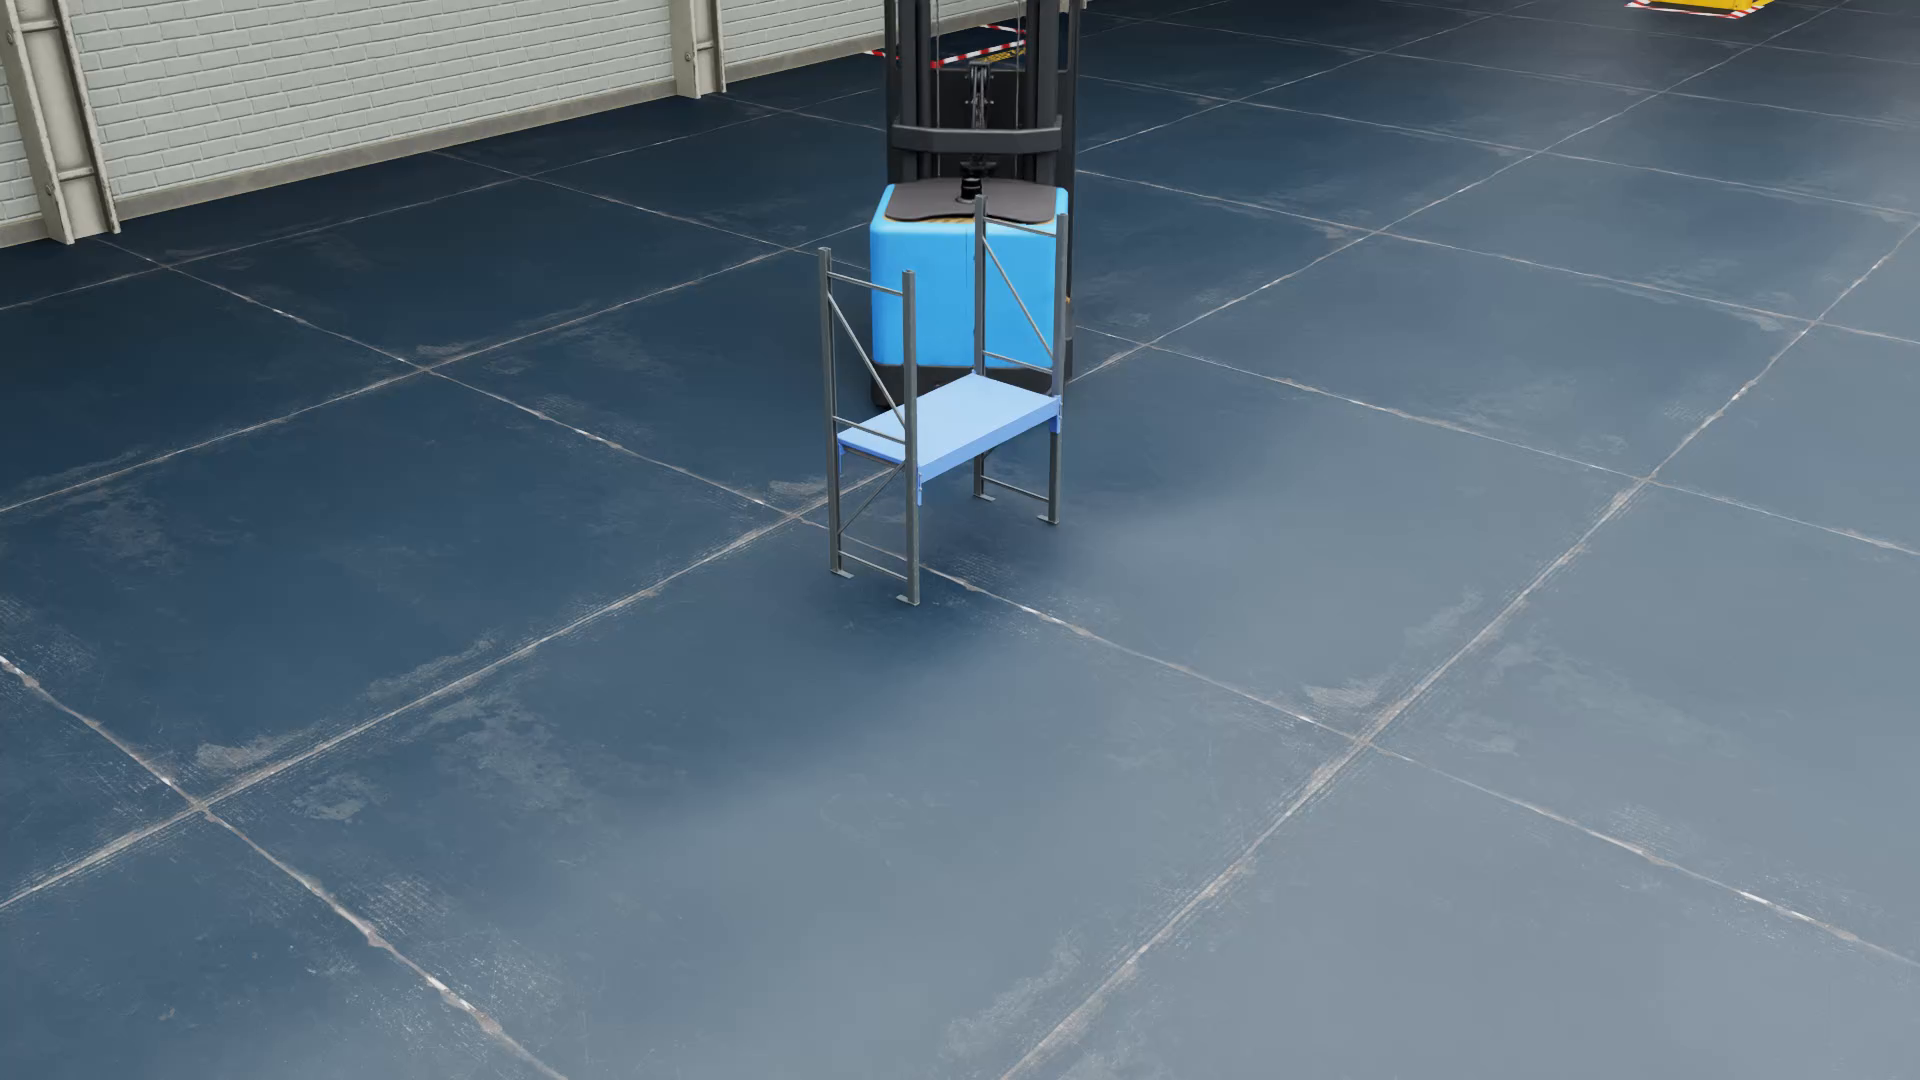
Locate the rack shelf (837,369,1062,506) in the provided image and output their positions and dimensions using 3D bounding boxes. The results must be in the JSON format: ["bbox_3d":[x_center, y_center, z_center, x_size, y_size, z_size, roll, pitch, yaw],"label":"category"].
[{"bbox_3d":[-0.054,-0.476,7.430,0.538,0.185,1.000,21,34,34],"label":"rack shelf"}]

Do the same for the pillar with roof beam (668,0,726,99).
[{"bbox_3d":[0.807,-7.078,11.639,9.100,9.000,0.400,21,34,34],"label":"pillar with roof beam"}]

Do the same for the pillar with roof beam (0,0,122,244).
[{"bbox_3d":[-3.009,-4.951,7.527,9.100,9.000,0.400,21,34,34],"label":"pillar with roof beam"}]

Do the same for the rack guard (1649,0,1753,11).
[{"bbox_3d":[9.150,-6.860,20.467,1.175,0.500,0.348,21,34,34],"label":"rack guard"}]

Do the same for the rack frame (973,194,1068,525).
[{"bbox_3d":[0.269,-0.816,7.695,0.500,1.500,0.032,21,34,34],"label":"rack frame"}]

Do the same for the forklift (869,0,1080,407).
[{"bbox_3d":[0.141,-2.639,9.662,1.130,2.935,3.031,2,27,4],"label":"forklift"}]

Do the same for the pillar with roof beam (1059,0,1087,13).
[{"bbox_3d":[4.623,-9.206,15.751,9.100,9.000,0.400,21,34,34],"label":"pillar with roof beam"}]

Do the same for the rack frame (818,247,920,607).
[{"bbox_3d":[-0.378,-0.456,6.999,0.500,1.500,0.032,21,34,34],"label":"rack frame"}]

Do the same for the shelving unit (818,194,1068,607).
[{"bbox_3d":[-0.054,-0.636,7.347,0.538,1.500,1.048,21,34,34],"label":"shelving unit"}]
